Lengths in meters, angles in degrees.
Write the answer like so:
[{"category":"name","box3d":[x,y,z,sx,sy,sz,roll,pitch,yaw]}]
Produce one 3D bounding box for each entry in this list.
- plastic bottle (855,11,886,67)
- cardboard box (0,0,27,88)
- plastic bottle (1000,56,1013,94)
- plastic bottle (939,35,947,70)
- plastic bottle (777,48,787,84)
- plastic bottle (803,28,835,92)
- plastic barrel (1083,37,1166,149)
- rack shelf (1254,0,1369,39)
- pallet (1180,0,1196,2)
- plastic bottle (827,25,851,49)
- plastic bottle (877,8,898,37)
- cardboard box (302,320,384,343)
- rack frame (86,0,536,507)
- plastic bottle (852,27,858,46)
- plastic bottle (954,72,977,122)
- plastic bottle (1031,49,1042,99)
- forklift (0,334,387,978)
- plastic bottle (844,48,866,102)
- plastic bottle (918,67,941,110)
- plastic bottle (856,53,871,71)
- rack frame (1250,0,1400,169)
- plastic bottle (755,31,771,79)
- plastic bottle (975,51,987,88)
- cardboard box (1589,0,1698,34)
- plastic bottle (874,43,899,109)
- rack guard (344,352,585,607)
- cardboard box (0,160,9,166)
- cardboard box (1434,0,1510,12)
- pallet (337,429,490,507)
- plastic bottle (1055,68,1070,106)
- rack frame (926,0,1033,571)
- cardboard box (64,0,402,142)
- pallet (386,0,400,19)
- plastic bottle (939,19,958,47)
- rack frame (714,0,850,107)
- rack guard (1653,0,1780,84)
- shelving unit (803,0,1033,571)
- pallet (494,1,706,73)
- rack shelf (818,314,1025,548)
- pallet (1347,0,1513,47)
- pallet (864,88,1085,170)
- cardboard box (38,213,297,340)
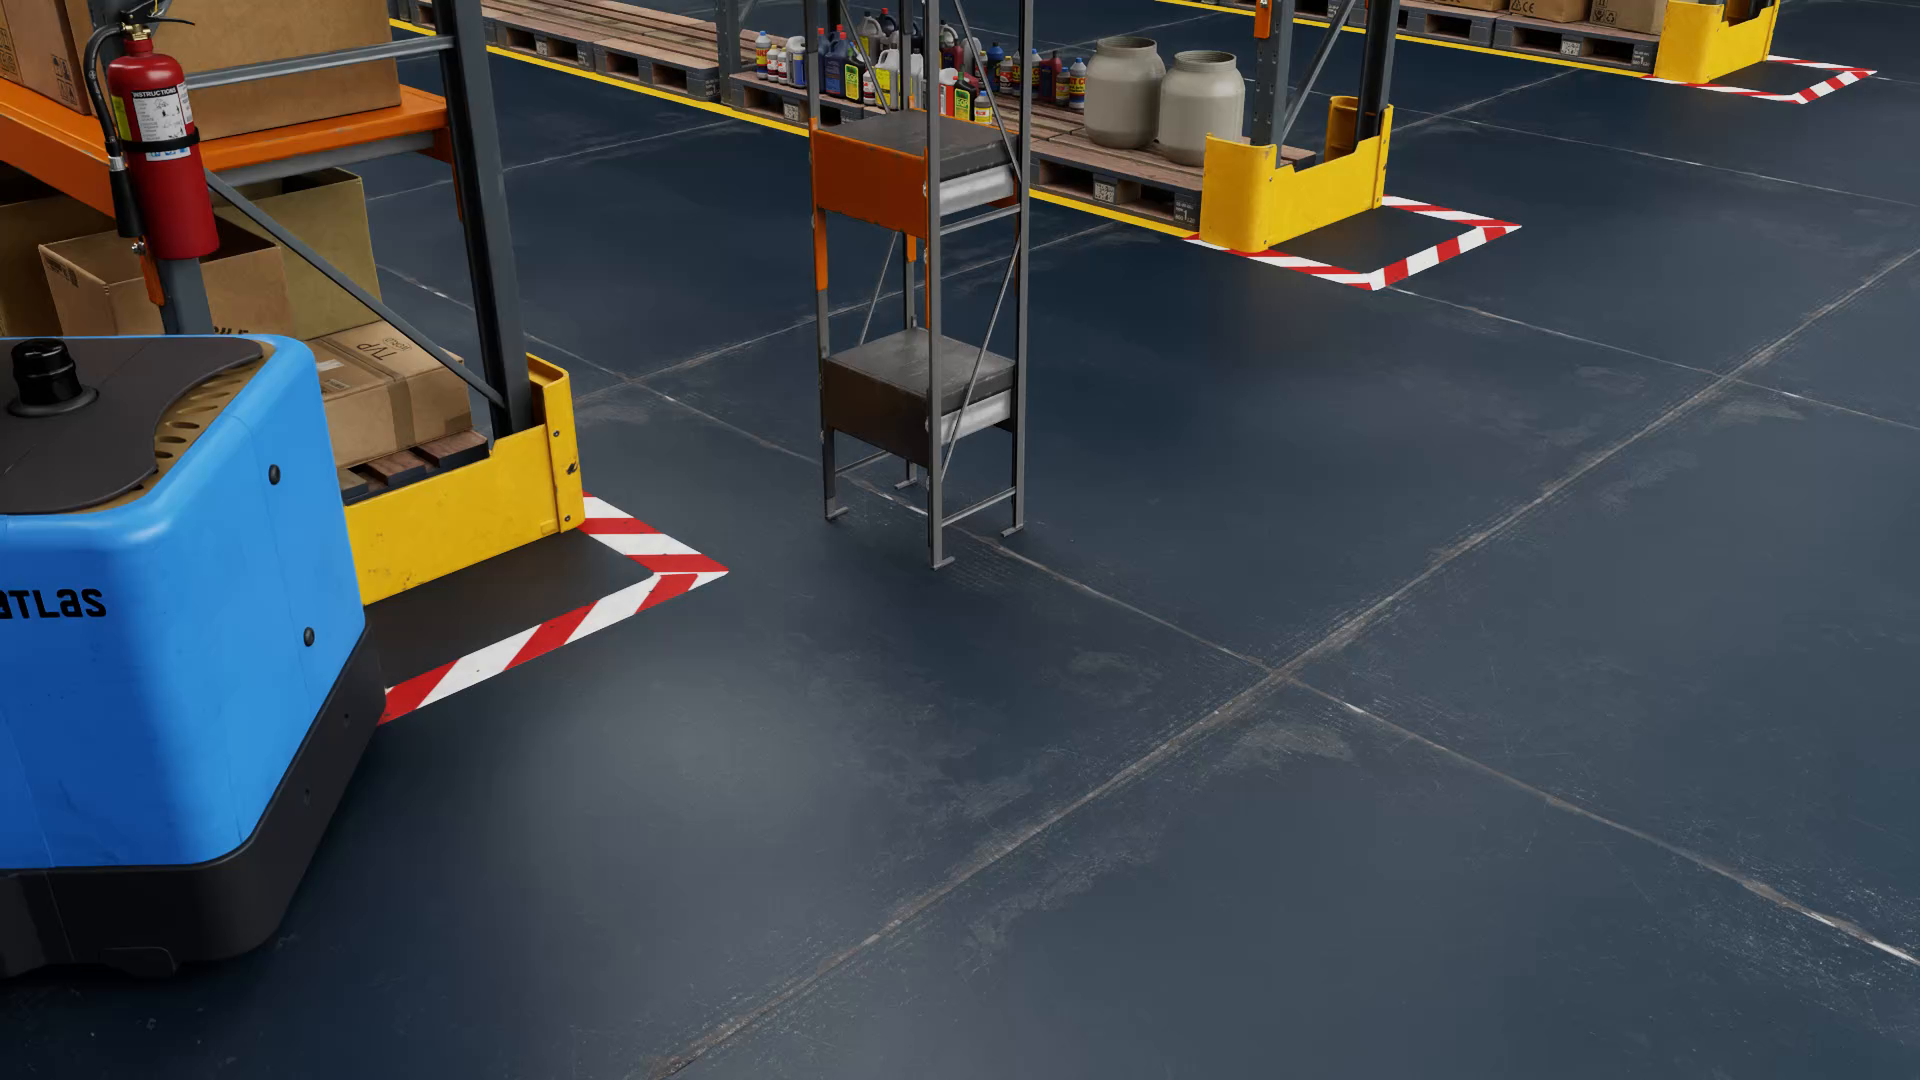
[{"category":"plastic bottle","box3d":[-0.550,-3.070,10.238,0.185,0.351,0.144,25,36,38]},{"category":"cardboard box","box3d":[-2.785,-1.796,5.336,0.500,0.500,0.700,25,37,39]},{"category":"plastic bottle","box3d":[0.282,-2.732,9.757,0.097,0.201,0.097,0,28,0]},{"category":"plastic bottle","box3d":[-0.135,-2.877,9.945,0.133,0.283,0.061,25,36,38]},{"category":"plastic bottle","box3d":[-1.045,-2.850,9.981,0.097,0.201,0.097,0,28,0]},{"category":"plastic bottle","box3d":[-0.825,-2.831,9.784,0.144,0.351,0.185,-24,36,-38]},{"category":"plastic barrel","box3d":[0.862,-2.342,8.703,0.421,0.512,0.421,0,28,0]},{"category":"rack shelf","box3d":[0.316,-3.239,8.959,4.000,0.370,1.077,25,36,38]},{"category":"pallet","box3d":[1.806,-4.873,14.290,1.213,0.211,1.003,25,36,38]},{"category":"plastic bottle","box3d":[-0.724,-2.879,9.875,0.185,0.351,0.144,25,36,38]},{"category":"plastic bottle","box3d":[-0.449,-3.117,10.329,0.185,0.351,0.144,23,36,37]},{"category":"cardboard box","box3d":[-2.319,-0.641,5.750,0.500,0.250,0.500,25,36,38]},{"category":"rack frame","box3d":[-1.733,-1.262,4.427,0.127,3.000,1.000,25,36,38]},{"category":"plastic bottle","box3d":[-0.633,-3.151,10.553,0.097,0.201,0.097,0,28,0]},{"category":"plastic bottle","box3d":[0.029,-2.383,9.004,0.061,0.283,0.133,-24,36,-38]},{"category":"plastic bottle","box3d":[0.424,-2.698,9.618,0.097,0.271,0.097,0,28,0]},{"category":"forklift","box3d":[-2.977,-0.584,3.211,3.031,2.935,1.130,-1,28,-2]},{"category":"plastic bottle","box3d":[-0.602,-2.672,9.554,0.061,0.283,0.133,-23,36,-37]},{"category":"plastic bottle","box3d":[-0.134,-2.484,9.205,0.135,0.276,0.152,23,36,37]},{"category":"plastic bottle","box3d":[-0.560,-2.698,9.618,0.097,0.271,0.097,0,28,0]},{"category":"rack frame","box3d":[1.742,-2.904,7.551,0.127,3.000,1.000,25,36,38]},{"category":"plastic bottle","box3d":[-1.190,-2.947,10.091,0.097,0.271,0.097,0,28,0]},{"category":"plastic bottle","box3d":[0.135,-2.799,9.885,0.097,0.201,0.097,0,28,0]},{"category":"cardboard box","box3d":[4.781,-3.837,11.559,0.500,0.500,0.500,-18,33,-30]},{"category":"plastic bottle","box3d":[-0.388,-2.630,9.403,0.185,0.351,0.144,24,36,38]},{"category":"rack guard","box3d":[-1.716,-0.148,4.993,0.348,0.500,1.175,25,36,38]},{"category":"cardboard box","box3d":[-3.403,-1.124,5.862,0.500,0.500,0.500,25,36,38]},{"category":"cardboard box","box3d":[3.898,-4.231,12.308,0.500,0.500,0.500,-21,34,-35]},{"category":"pallet","box3d":[-2.308,-0.263,5.524,1.213,0.211,1.003,25,36,38]},{"category":"plastic bottle","box3d":[0.594,-2.589,9.485,0.097,0.201,0.097,0,28,0]},{"category":"rack frame","box3d":[0.056,-0.904,4.713,0.015,2.100,0.400,25,36,38]},{"category":"cardboard box","box3d":[-2.057,-1.463,4.701,0.500,0.500,0.700,25,36,38]},{"category":"pallet","box3d":[-4.554,-4.524,13.627,1.213,0.211,1.003,25,36,38]},{"category":"plastic bottle","box3d":[-0.082,-2.949,10.010,0.185,0.351,0.144,24,36,38]},{"category":"rack frame","box3d":[-1.110,-4.210,10.033,0.127,3.000,1.000,25,36,38]},{"category":"rack guard","box3d":[5.161,-3.467,11.305,0.348,0.500,1.175,25,36,38]},{"category":"shelving unit","box3d":[-0.118,-0.983,4.864,0.503,2.100,0.431,25,36,38]},{"category":"pallet","box3d":[-2.571,-3.617,11.902,1.213,0.211,1.003,25,36,38]},{"category":"rack shelf","box3d":[-0.118,-0.352,5.196,0.480,0.518,0.431,25,36,38]},{"category":"pallet","box3d":[3.740,-4.014,12.656,1.213,0.211,1.003,25,36,38]},{"category":"pallet","box3d":[0.214,-2.344,9.481,1.213,0.211,1.003,25,36,38]},{"category":"cardboard box","box3d":[-2.324,-0.639,4.939,0.500,0.500,0.500,25,36,38]}]
